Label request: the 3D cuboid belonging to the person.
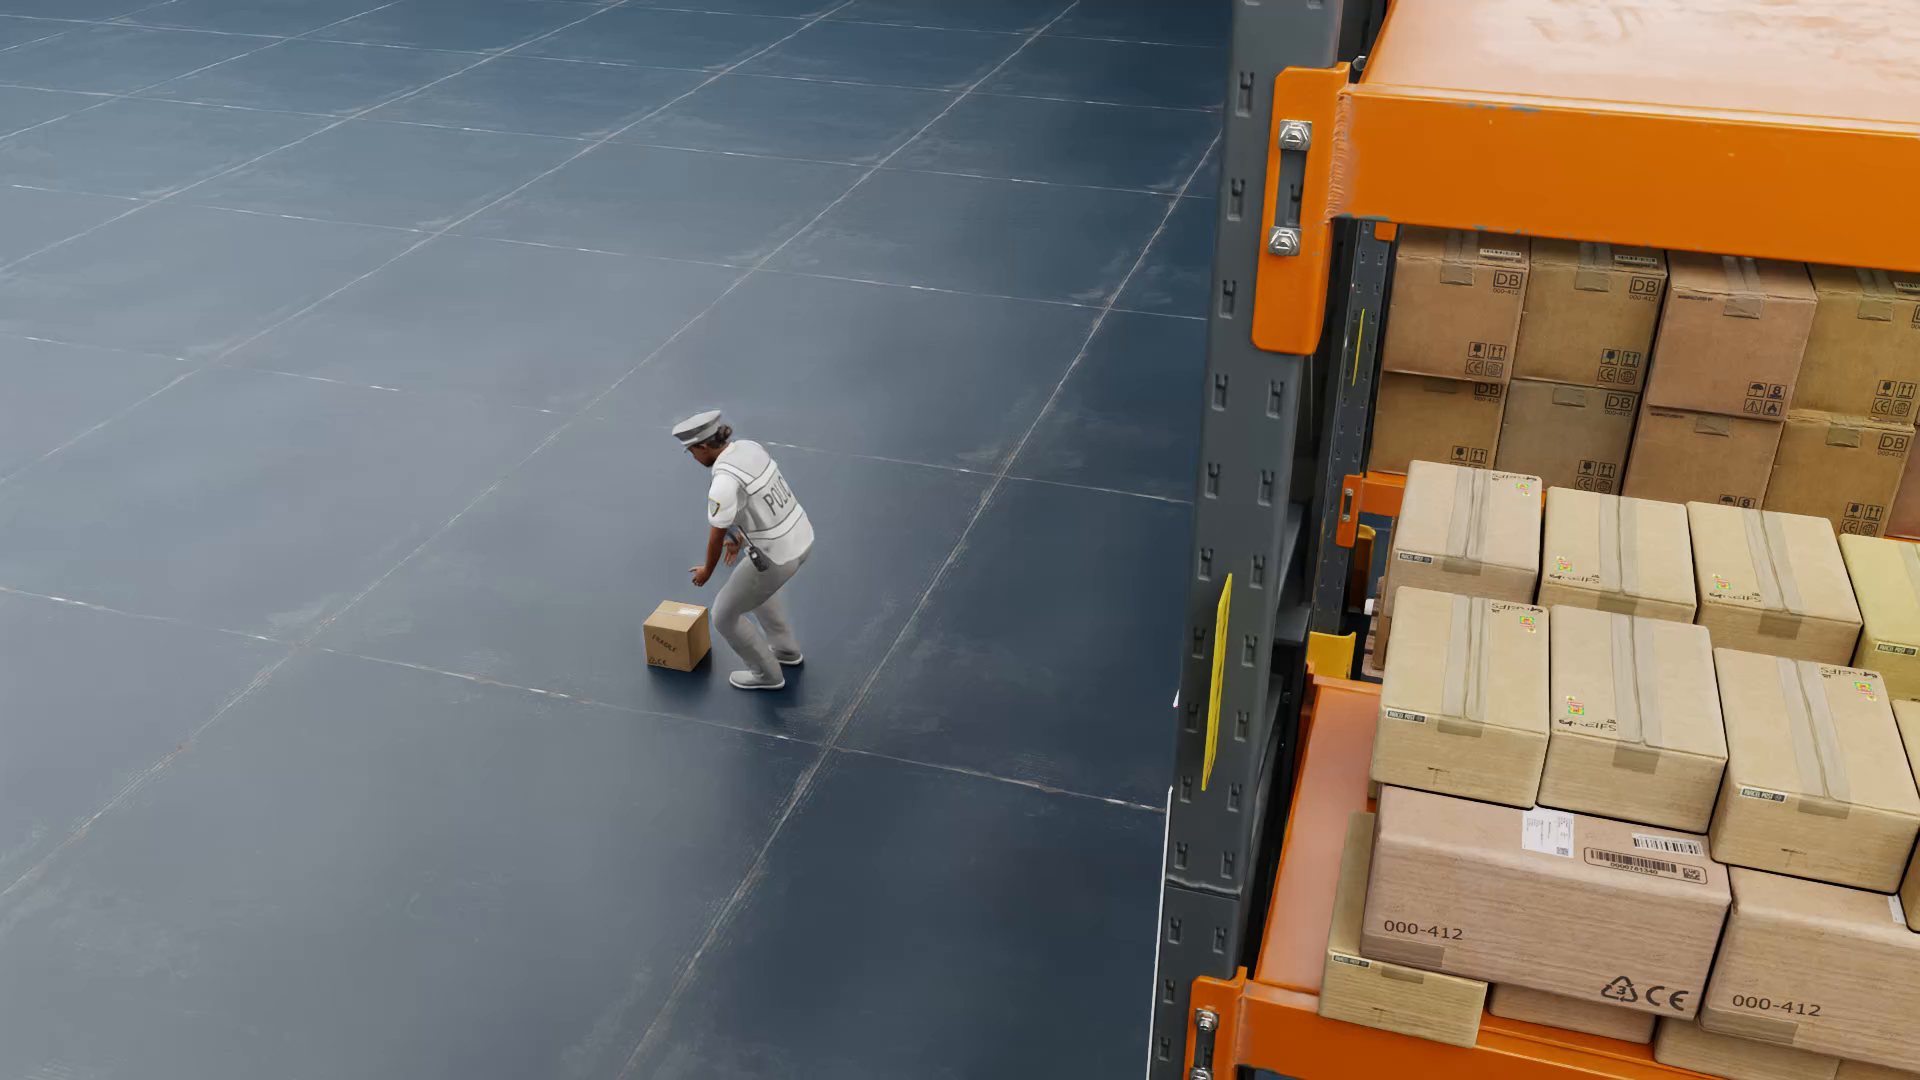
[{"bbox_3d":[-1.169,0.343,8.470,0.926,0.785,0.461,8,30,14],"label":"person"}]
